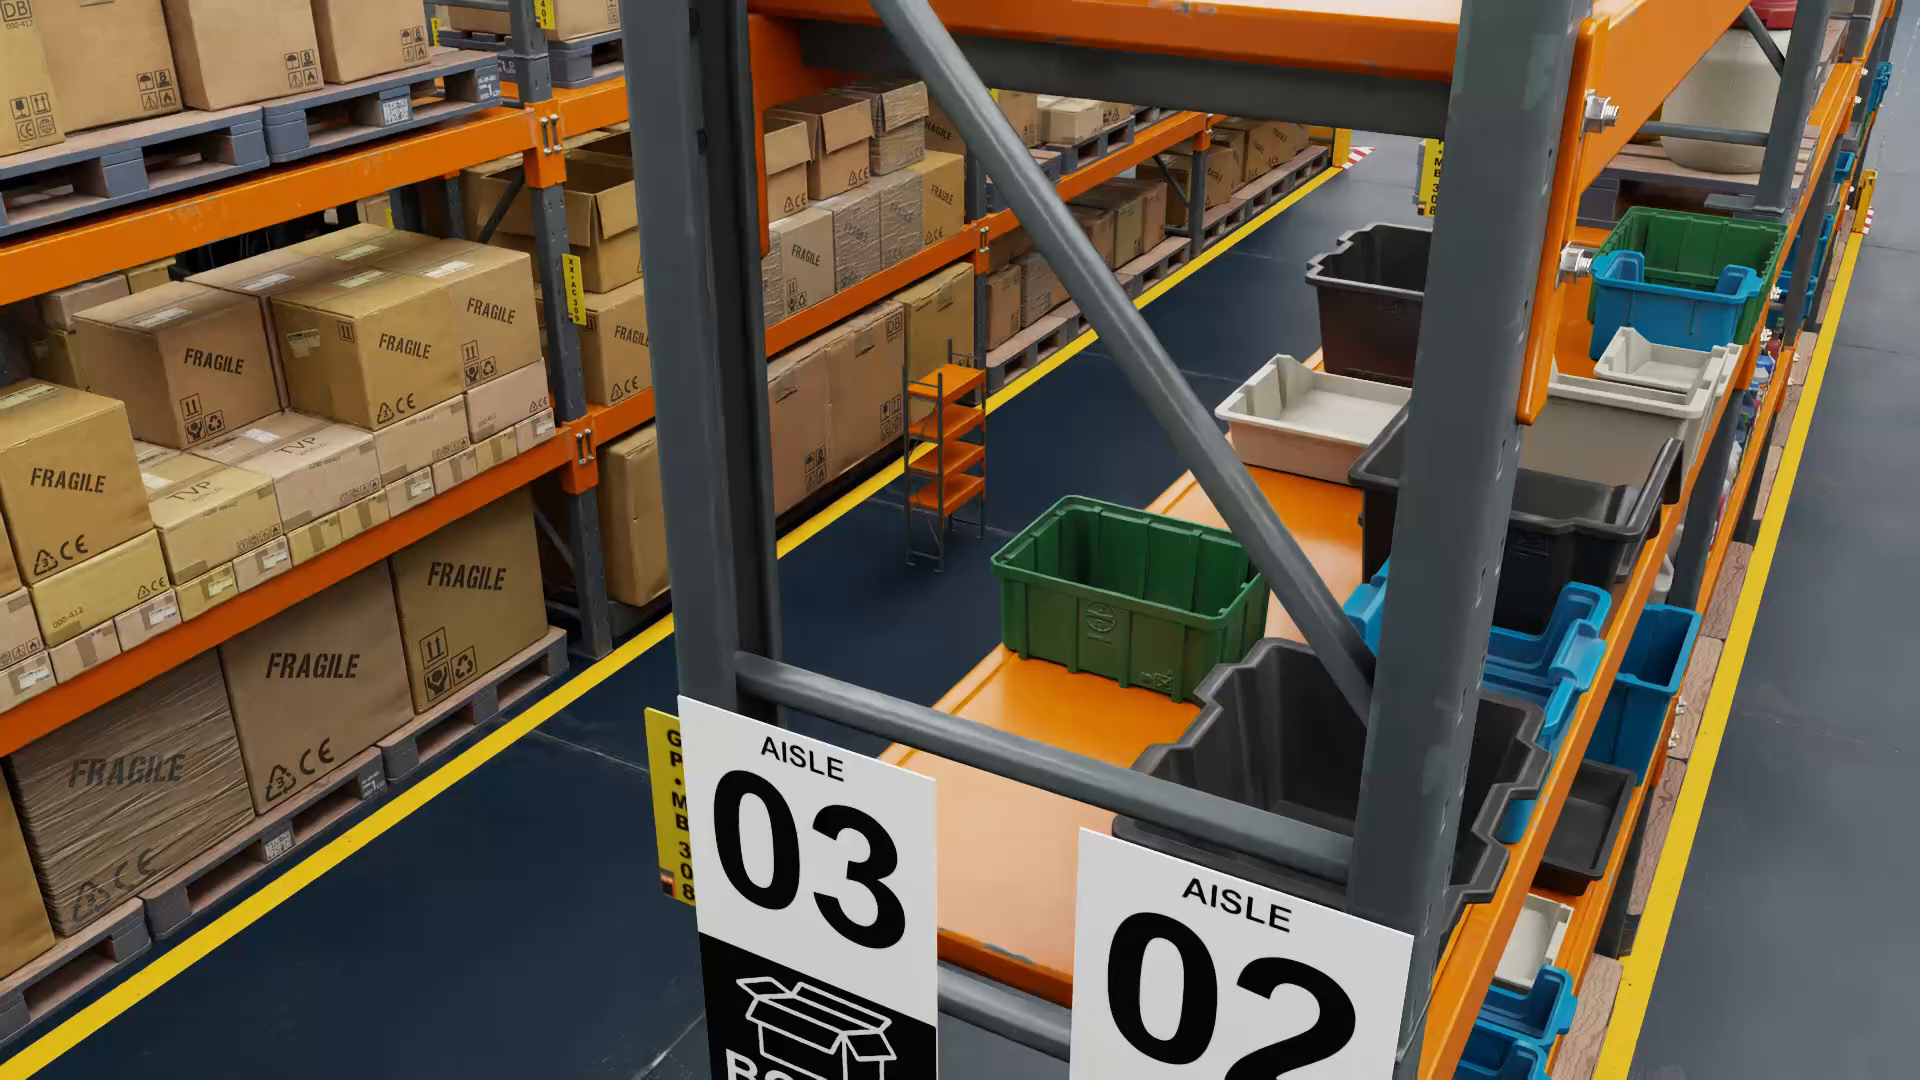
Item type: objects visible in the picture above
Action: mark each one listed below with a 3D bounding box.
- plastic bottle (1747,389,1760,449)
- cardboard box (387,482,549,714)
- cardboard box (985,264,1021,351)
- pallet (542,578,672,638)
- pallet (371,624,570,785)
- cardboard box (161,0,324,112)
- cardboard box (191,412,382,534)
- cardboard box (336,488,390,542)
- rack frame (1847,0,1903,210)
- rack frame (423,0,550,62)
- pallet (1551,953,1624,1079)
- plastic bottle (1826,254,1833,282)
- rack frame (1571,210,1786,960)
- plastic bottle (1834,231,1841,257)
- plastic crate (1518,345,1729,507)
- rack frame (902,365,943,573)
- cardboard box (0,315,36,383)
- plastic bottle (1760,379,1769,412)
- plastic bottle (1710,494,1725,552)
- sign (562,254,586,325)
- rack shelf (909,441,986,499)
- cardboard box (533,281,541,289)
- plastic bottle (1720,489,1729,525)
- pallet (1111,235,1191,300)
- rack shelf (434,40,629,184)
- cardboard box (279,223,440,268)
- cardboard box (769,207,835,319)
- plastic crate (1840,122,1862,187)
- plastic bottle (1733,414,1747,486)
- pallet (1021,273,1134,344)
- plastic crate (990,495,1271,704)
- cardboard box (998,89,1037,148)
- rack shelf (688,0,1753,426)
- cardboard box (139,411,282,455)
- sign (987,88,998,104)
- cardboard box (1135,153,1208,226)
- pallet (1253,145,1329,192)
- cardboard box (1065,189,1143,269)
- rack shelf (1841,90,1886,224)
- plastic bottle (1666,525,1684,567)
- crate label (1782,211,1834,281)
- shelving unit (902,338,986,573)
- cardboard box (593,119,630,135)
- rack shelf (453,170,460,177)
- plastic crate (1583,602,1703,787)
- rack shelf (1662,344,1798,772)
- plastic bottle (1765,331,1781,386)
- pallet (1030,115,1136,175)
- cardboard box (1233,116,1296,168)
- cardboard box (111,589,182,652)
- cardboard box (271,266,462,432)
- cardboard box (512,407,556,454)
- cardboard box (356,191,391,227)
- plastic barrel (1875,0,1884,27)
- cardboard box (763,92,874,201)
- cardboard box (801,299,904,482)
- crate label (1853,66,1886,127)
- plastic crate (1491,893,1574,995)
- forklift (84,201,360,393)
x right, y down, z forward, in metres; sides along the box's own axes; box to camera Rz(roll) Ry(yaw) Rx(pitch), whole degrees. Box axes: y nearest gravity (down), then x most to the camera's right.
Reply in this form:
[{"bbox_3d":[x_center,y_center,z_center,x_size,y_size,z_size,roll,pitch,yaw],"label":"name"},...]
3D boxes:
[{"bbox_3d":[3.634,-0.568,7.664,0.061,0.283,0.133,14,30,26],"label":"plastic bottle"},{"bbox_3d":[-2.650,0.153,7.998,0.875,0.875,0.875,14,30,26],"label":"cardboard box"},{"bbox_3d":[0.024,-1.752,12.201,0.700,0.500,0.500,13,29,23],"label":"cardboard box"},{"bbox_3d":[-1.942,0.081,9.353,1.003,0.211,1.213,14,30,26],"label":"pallet"},{"bbox_3d":[-2.698,0.677,8.162,1.003,0.211,1.213,14,30,26],"label":"pallet"},{"bbox_3d":[-2.857,-1.941,6.232,0.700,0.500,0.500,16,31,29],"label":"cardboard box"},{"bbox_3d":[-2.748,-0.284,6.802,0.500,0.250,0.500,15,30,27],"label":"cardboard box"},{"bbox_3d":[-2.627,-0.145,6.968,0.380,0.149,0.250,15,30,27],"label":"cardboard box"},{"bbox_3d":[7.959,-4.435,15.259,1.000,3.000,0.127,14,30,26],"label":"rack frame"},{"bbox_3d":[-2.256,-3.532,6.752,1.000,3.000,0.127,14,30,26],"label":"rack frame"},{"bbox_3d":[1.728,1.784,5.951,1.003,0.211,1.213,14,30,26],"label":"pallet"},{"bbox_3d":[6.960,-2.210,13.357,0.061,0.283,0.133,16,31,28],"label":"plastic bottle"},{"bbox_3d":[2.056,0.242,5.916,1.000,3.000,0.127,14,30,26],"label":"rack frame"},{"bbox_3d":[7.290,-2.509,13.963,0.152,0.276,0.135,14,30,26],"label":"plastic bottle"},{"bbox_3d":[1.447,-0.284,3.747,0.437,0.282,0.530,14,30,26],"label":"plastic crate"},{"bbox_3d":[-0.201,-0.377,9.163,0.240,1.200,0.015,14,30,26],"label":"rack frame"},{"bbox_3d":[-6.380,-1.395,11.508,0.500,0.500,0.500,14,30,25],"label":"cardboard box"},{"bbox_3d":[3.866,-0.732,8.084,0.097,0.201,0.097,0,27,0],"label":"plastic bottle"},{"bbox_3d":[3.045,-0.101,6.732,0.061,0.283,0.133,14,30,26],"label":"plastic bottle"},{"bbox_3d":[-1.772,-1.150,7.641,0.100,0.325,0.005,14,30,26],"label":"sign"},{"bbox_3d":[-0.081,-0.412,9.383,0.258,0.148,0.480,14,30,26],"label":"rack shelf"},{"bbox_3d":[-2.264,-1.136,8.557,0.500,0.500,0.500,14,30,26],"label":"cardboard box"},{"bbox_3d":[3.152,-0.166,6.953,0.097,0.201,0.097,0,27,0],"label":"plastic bottle"},{"bbox_3d":[1.298,-2.416,14.341,1.003,0.211,1.213,14,30,26],"label":"pallet"},{"bbox_3d":[-1.272,-2.648,9.142,1.077,0.370,4.000,14,30,26],"label":"rack shelf"},{"bbox_3d":[-2.714,-1.120,7.634,0.500,0.500,0.500,14,30,26],"label":"cardboard box"},{"bbox_3d":[-1.069,-1.612,9.507,0.500,0.500,0.500,15,30,27],"label":"cardboard box"},{"bbox_3d":[6.020,-2.649,11.619,0.402,0.464,0.583,14,30,26],"label":"plastic crate"},{"bbox_3d":[3.363,-0.421,7.296,0.144,0.351,0.185,14,30,26],"label":"plastic bottle"},{"bbox_3d":[0.699,-1.939,13.387,1.003,0.211,1.213,14,30,26],"label":"pallet"},{"bbox_3d":[0.325,0.107,3.072,0.450,0.188,0.336,14,30,26],"label":"plastic crate"},{"bbox_3d":[0.130,-3.099,12.010,0.700,0.500,0.500,19,32,33],"label":"cardboard box"},{"bbox_3d":[1.072,-1.161,3.267,1.077,0.370,4.000,14,30,26],"label":"rack shelf"},{"bbox_3d":[-3.214,-0.394,7.021,0.500,0.250,0.500,15,30,27],"label":"cardboard box"},{"bbox_3d":[0.197,-2.805,10.709,0.100,0.325,0.005,14,30,26],"label":"sign"},{"bbox_3d":[1.911,-3.184,15.083,0.500,0.500,0.500,13,29,25],"label":"cardboard box"},{"bbox_3d":[3.179,-3.940,17.386,1.003,0.211,1.213,14,30,26],"label":"pallet"},{"bbox_3d":[1.108,-2.629,13.953,0.700,0.500,0.500,14,30,26],"label":"cardboard box"},{"bbox_3d":[6.976,-3.334,13.863,1.077,0.370,4.000,14,30,26],"label":"rack shelf"},{"bbox_3d":[2.796,0.058,6.422,0.152,0.276,0.135,14,30,26],"label":"plastic bottle"},{"bbox_3d":[4.748,-1.661,9.677,0.502,0.435,0.616,14,30,26],"label":"crate label"},{"bbox_3d":[-0.081,-0.472,9.353,0.258,1.200,0.503,14,30,26],"label":"shelving unit"},{"bbox_3d":[-3.294,-3.643,15.721,1.050,0.750,0.750,14,30,26],"label":"cardboard box"},{"bbox_3d":[-3.573,-3.997,15.188,1.077,0.370,4.000,14,30,26],"label":"rack shelf"},{"bbox_3d":[2.123,0.479,5.393,0.392,0.384,0.575,14,30,26],"label":"plastic crate"},{"bbox_3d":[3.040,-0.216,7.634,1.077,0.370,4.000,14,30,26],"label":"rack shelf"},{"bbox_3d":[4.083,-0.924,8.374,0.061,0.283,0.133,14,30,26],"label":"plastic bottle"},{"bbox_3d":[0.650,-3.103,12.811,1.003,0.211,1.213,14,30,26],"label":"pallet"},{"bbox_3d":[3.061,-4.116,16.944,0.500,0.500,0.500,24,35,39],"label":"cardboard box"},{"bbox_3d":[-3.131,0.255,6.171,0.380,0.149,0.250,14,30,26],"label":"cardboard box"},{"bbox_3d":[-2.499,-0.818,7.031,0.500,0.500,0.500,15,30,27],"label":"cardboard box"},{"bbox_3d":[-2.121,-0.546,7.770,0.380,0.149,0.250,14,30,26],"label":"cardboard box"},{"bbox_3d":[-4.665,-2.621,13.120,0.500,0.250,0.500,13,30,25],"label":"cardboard box"},{"bbox_3d":[4.617,-3.155,8.791,0.600,0.901,0.600,0,27,0],"label":"plastic barrel"},{"bbox_3d":[-0.985,-2.366,9.894,0.797,0.503,0.637,15,30,27],"label":"cardboard box"},{"bbox_3d":[-1.091,-1.036,10.372,1.225,0.875,0.875,14,30,26],"label":"cardboard box"},{"bbox_3d":[7.289,-3.674,13.699,0.502,0.435,0.616,14,30,26],"label":"crate label"},{"bbox_3d":[1.461,1.078,4.474,0.293,0.136,0.466,14,30,26],"label":"plastic crate"},{"bbox_3d":[-4.044,-1.929,10.329,1.130,2.935,3.031,8,28,16],"label":"forklift"}]
